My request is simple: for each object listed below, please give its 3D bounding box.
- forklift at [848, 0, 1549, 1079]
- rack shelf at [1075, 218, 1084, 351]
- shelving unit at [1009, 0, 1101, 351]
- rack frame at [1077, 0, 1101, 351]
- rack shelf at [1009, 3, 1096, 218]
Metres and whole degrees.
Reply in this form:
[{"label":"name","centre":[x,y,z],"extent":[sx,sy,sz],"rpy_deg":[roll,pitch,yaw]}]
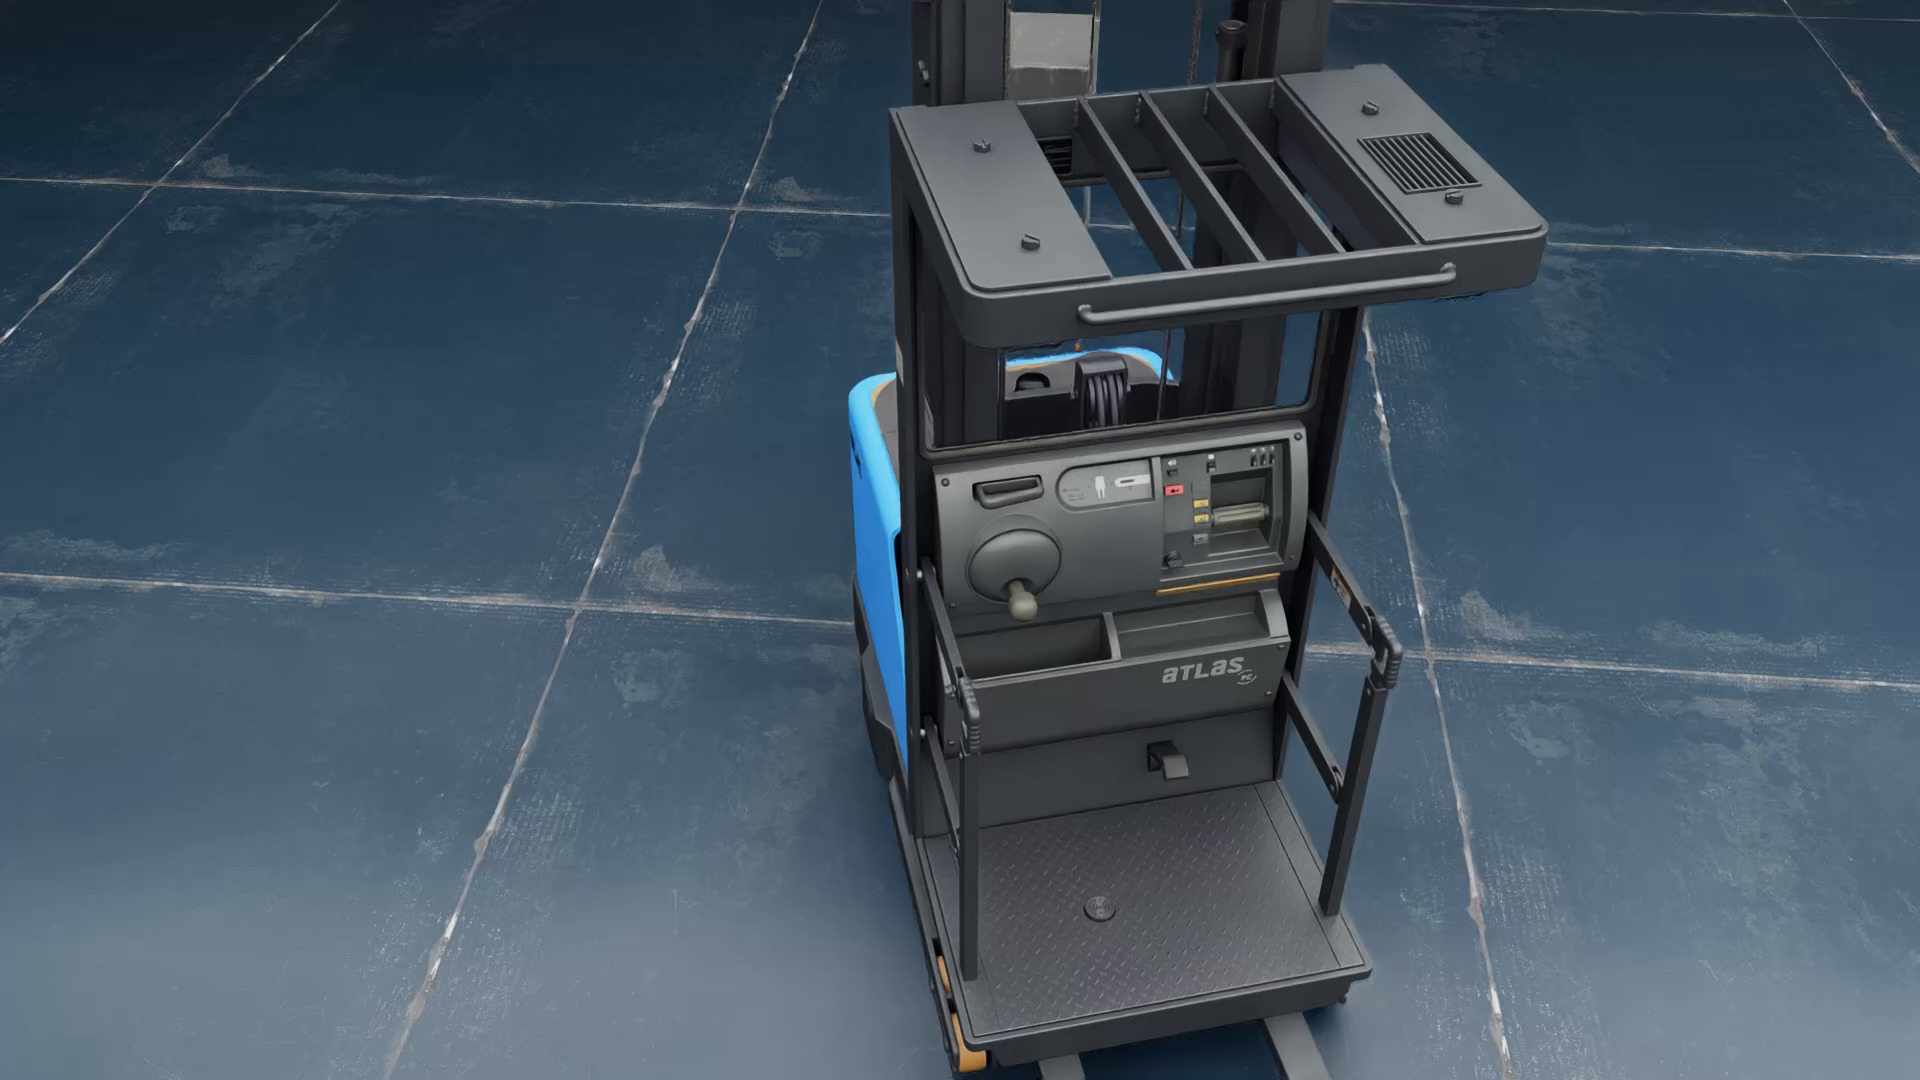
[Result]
[{"label":"forklift","centre":[0.448,0.033,3.888],"extent":[1.130,2.935,3.031],"rpy_deg":[-8,40,-9]},{"label":"rack shelf","centre":[0.165,-0.795,5.585],"extent":[0.480,0.518,0.431],"rpy_deg":[3,39,4]},{"label":"shelving unit","centre":[0.165,-0.805,5.576],"extent":[0.503,2.100,0.431],"rpy_deg":[3,39,4]},{"label":"rack frame","centre":[0.408,-0.792,5.560],"extent":[0.015,2.100,0.400],"rpy_deg":[3,39,4]},{"label":"rack shelf","centre":[0.165,-1.338,5.143],"extent":[0.480,0.518,0.431],"rpy_deg":[3,39,4]}]
